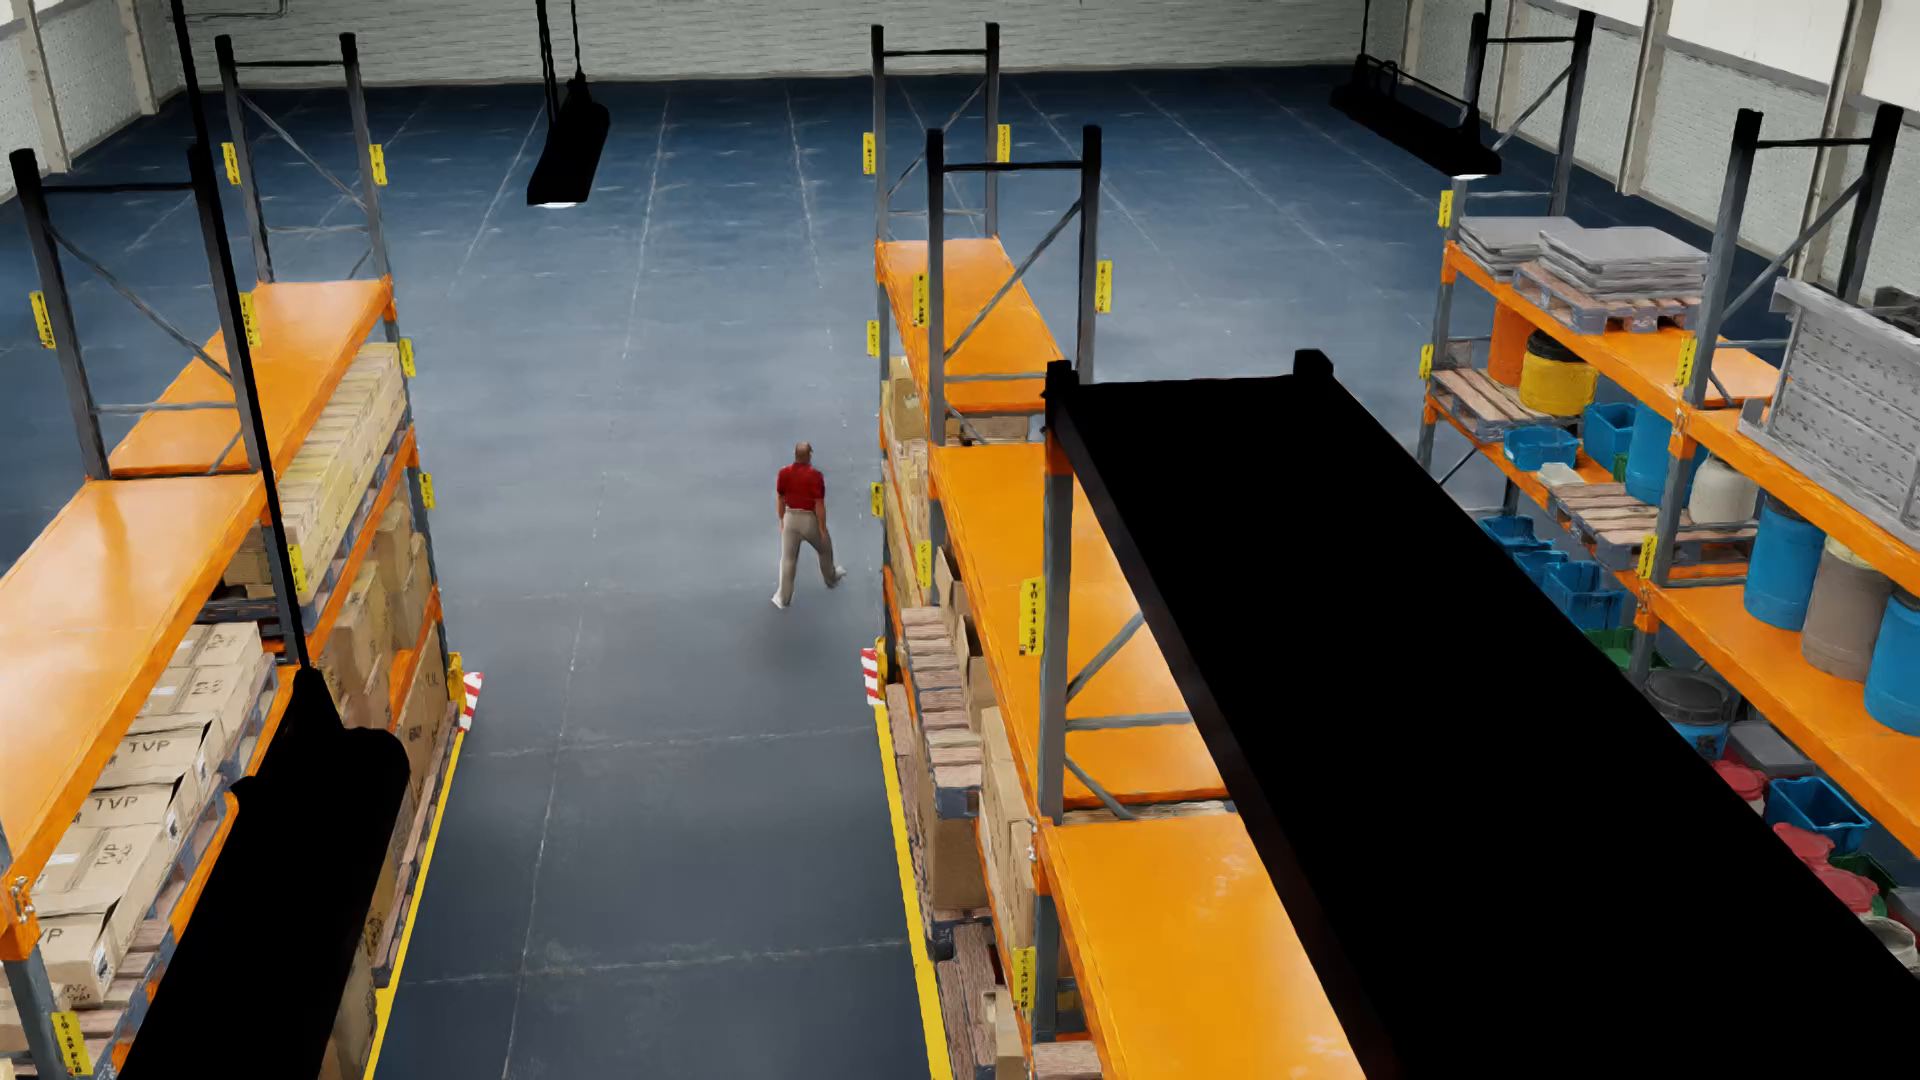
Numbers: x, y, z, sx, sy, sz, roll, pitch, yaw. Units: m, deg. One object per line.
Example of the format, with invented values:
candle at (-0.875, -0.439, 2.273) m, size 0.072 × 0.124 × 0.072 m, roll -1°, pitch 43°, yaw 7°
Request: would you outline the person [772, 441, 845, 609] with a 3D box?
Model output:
person at (-1.587, -0.201, 16.981) m, size 0.586 × 1.674 × 0.966 m, roll 7°, pitch 26°, yaw 15°
